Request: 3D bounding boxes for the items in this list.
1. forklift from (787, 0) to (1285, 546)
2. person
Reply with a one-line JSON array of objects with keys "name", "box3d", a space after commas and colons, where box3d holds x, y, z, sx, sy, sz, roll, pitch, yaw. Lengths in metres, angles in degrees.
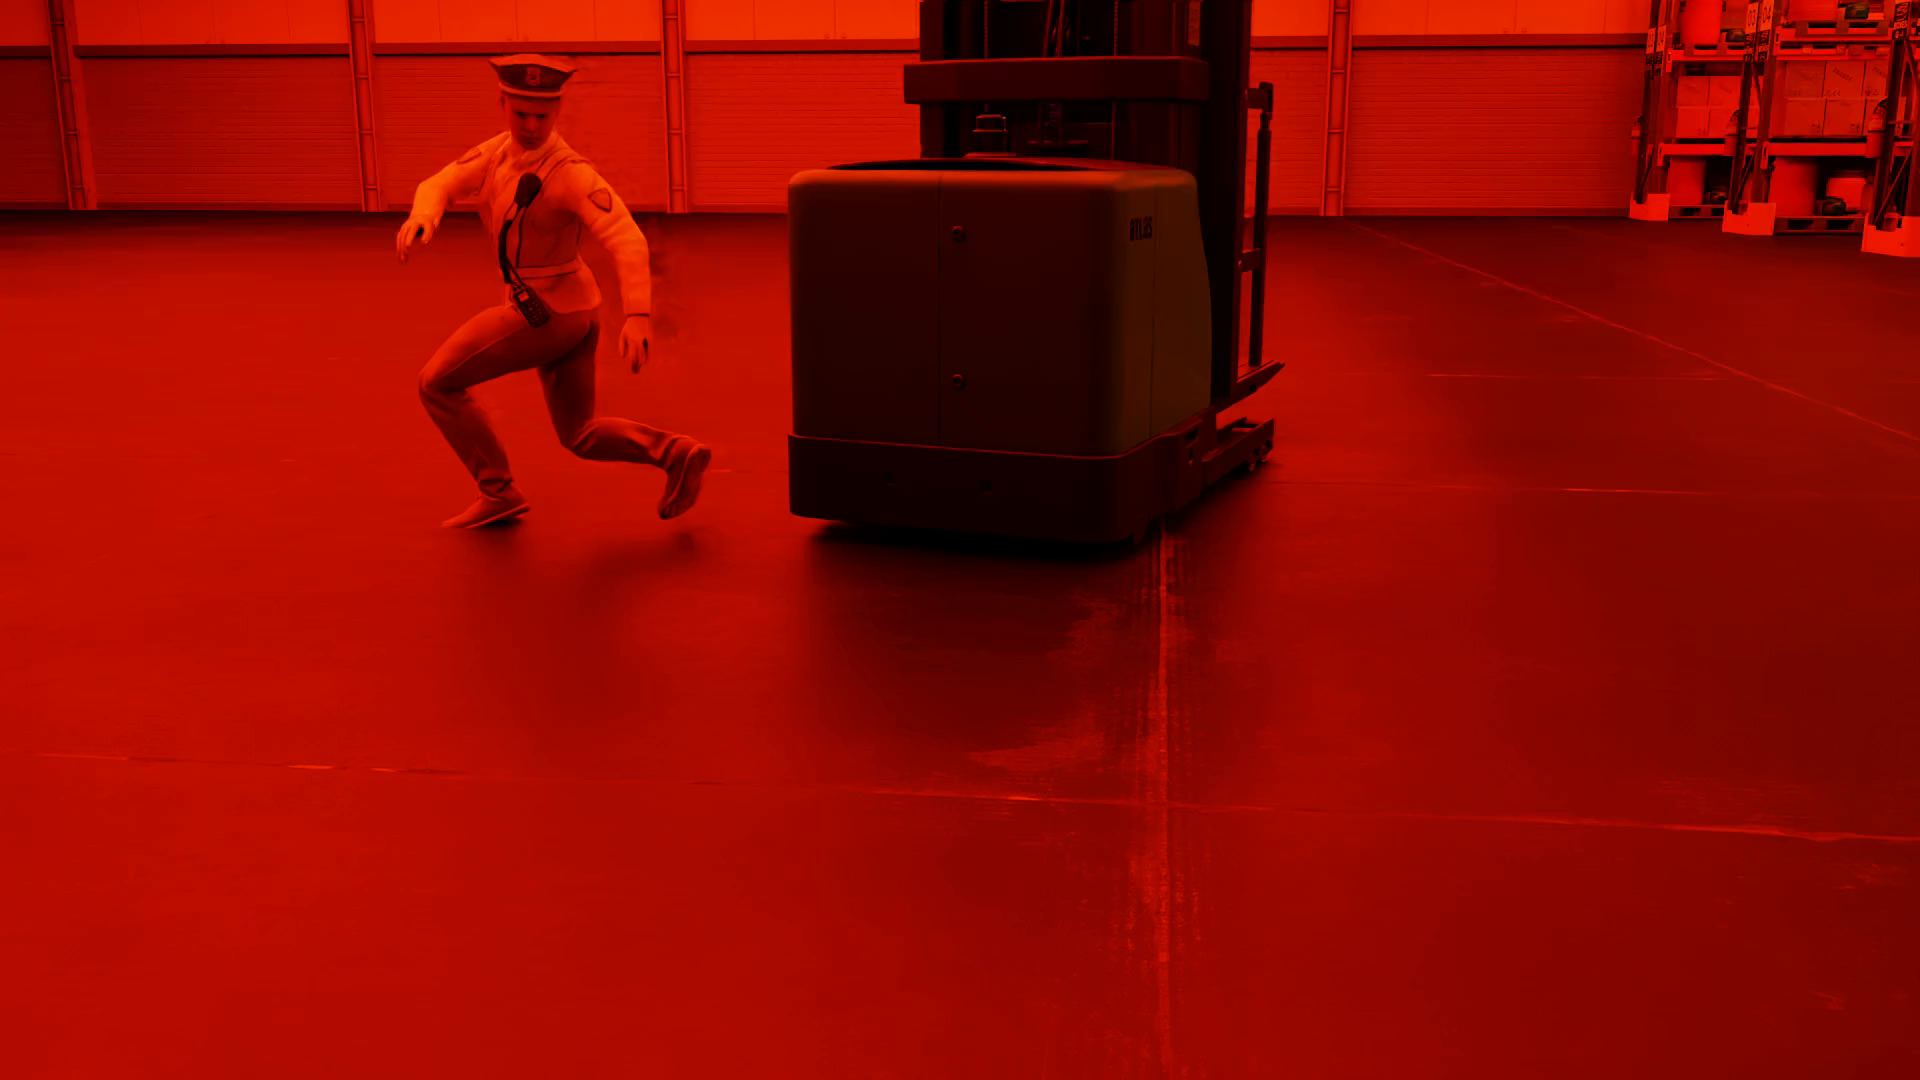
[{"name": "forklift", "box3d": [0.525, -1.704, 5.795, 1.130, 2.935, 3.031, 5, 14, 22]}, {"name": "person", "box3d": [-1.201, -0.697, 4.948, 0.892, 1.441, 0.608, -1, 13, -3]}]
